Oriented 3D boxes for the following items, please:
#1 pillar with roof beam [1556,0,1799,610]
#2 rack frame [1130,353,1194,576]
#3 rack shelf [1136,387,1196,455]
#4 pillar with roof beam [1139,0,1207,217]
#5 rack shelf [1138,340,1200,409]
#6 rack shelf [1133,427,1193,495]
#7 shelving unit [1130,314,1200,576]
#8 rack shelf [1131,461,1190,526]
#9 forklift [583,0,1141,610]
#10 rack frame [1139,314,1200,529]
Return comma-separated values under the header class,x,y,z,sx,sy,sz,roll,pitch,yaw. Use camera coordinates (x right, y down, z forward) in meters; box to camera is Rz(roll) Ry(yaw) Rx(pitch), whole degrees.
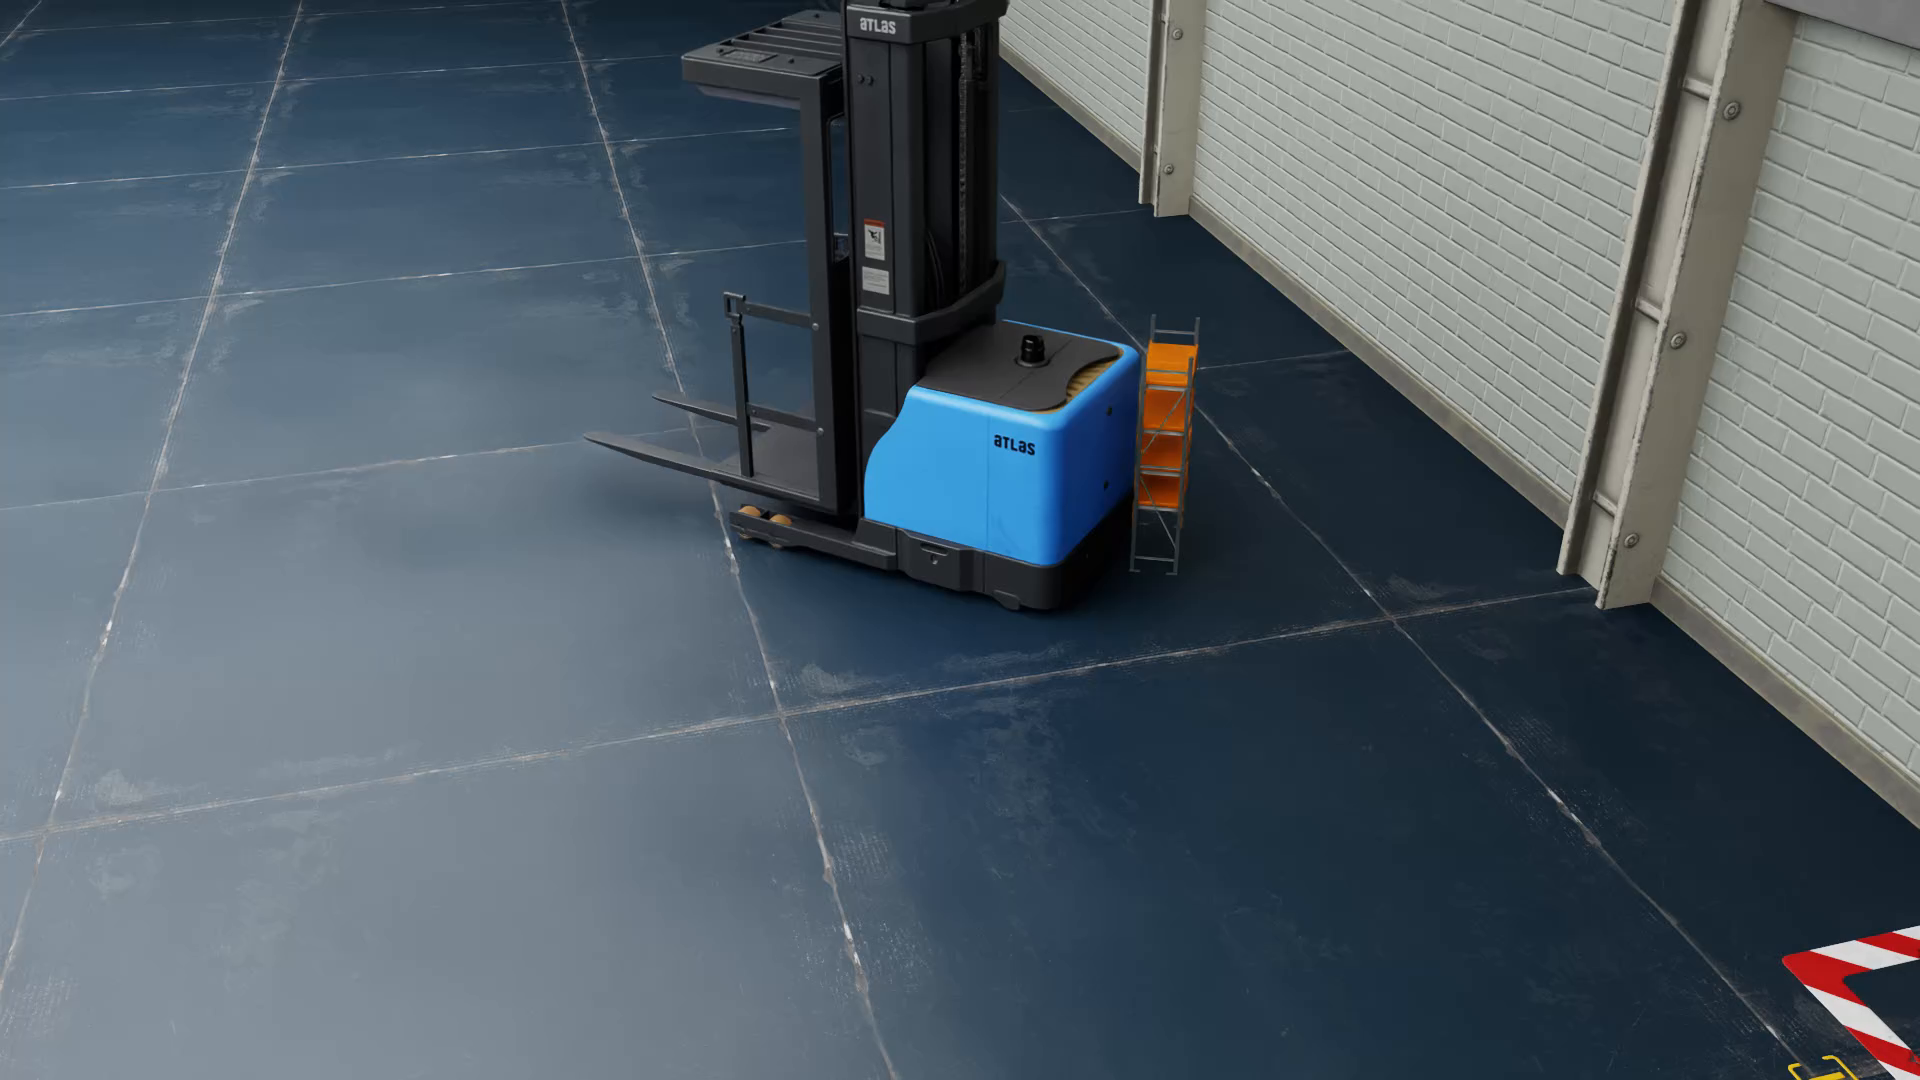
class,x,y,z,sx,sy,sz,roll,pitch,yaw
pillar with roof beam,-0.909,-3.096,5.116,9.100,9.000,0.400,-8,31,-13
rack frame,0.984,-0.353,8.162,0.240,1.200,0.015,5,31,9
rack shelf,1.030,-0.608,8.291,0.258,0.148,0.480,5,31,9
pillar with roof beam,-2.502,-5.994,10.123,9.100,9.000,0.400,-8,31,-13
rack shelf,1.030,-0.813,8.173,0.258,0.148,0.480,5,31,9
rack shelf,1.029,-0.415,8.403,0.258,0.148,0.480,5,31,9
shelving unit,1.030,-0.473,8.369,0.258,1.200,0.503,5,31,9
rack shelf,1.029,-0.243,8.503,0.258,0.148,0.480,5,31,9
forklift,-0.629,-1.445,8.320,3.031,2.935,1.130,15,33,25
rack frame,1.075,-0.593,8.577,0.240,1.200,0.015,5,31,9
